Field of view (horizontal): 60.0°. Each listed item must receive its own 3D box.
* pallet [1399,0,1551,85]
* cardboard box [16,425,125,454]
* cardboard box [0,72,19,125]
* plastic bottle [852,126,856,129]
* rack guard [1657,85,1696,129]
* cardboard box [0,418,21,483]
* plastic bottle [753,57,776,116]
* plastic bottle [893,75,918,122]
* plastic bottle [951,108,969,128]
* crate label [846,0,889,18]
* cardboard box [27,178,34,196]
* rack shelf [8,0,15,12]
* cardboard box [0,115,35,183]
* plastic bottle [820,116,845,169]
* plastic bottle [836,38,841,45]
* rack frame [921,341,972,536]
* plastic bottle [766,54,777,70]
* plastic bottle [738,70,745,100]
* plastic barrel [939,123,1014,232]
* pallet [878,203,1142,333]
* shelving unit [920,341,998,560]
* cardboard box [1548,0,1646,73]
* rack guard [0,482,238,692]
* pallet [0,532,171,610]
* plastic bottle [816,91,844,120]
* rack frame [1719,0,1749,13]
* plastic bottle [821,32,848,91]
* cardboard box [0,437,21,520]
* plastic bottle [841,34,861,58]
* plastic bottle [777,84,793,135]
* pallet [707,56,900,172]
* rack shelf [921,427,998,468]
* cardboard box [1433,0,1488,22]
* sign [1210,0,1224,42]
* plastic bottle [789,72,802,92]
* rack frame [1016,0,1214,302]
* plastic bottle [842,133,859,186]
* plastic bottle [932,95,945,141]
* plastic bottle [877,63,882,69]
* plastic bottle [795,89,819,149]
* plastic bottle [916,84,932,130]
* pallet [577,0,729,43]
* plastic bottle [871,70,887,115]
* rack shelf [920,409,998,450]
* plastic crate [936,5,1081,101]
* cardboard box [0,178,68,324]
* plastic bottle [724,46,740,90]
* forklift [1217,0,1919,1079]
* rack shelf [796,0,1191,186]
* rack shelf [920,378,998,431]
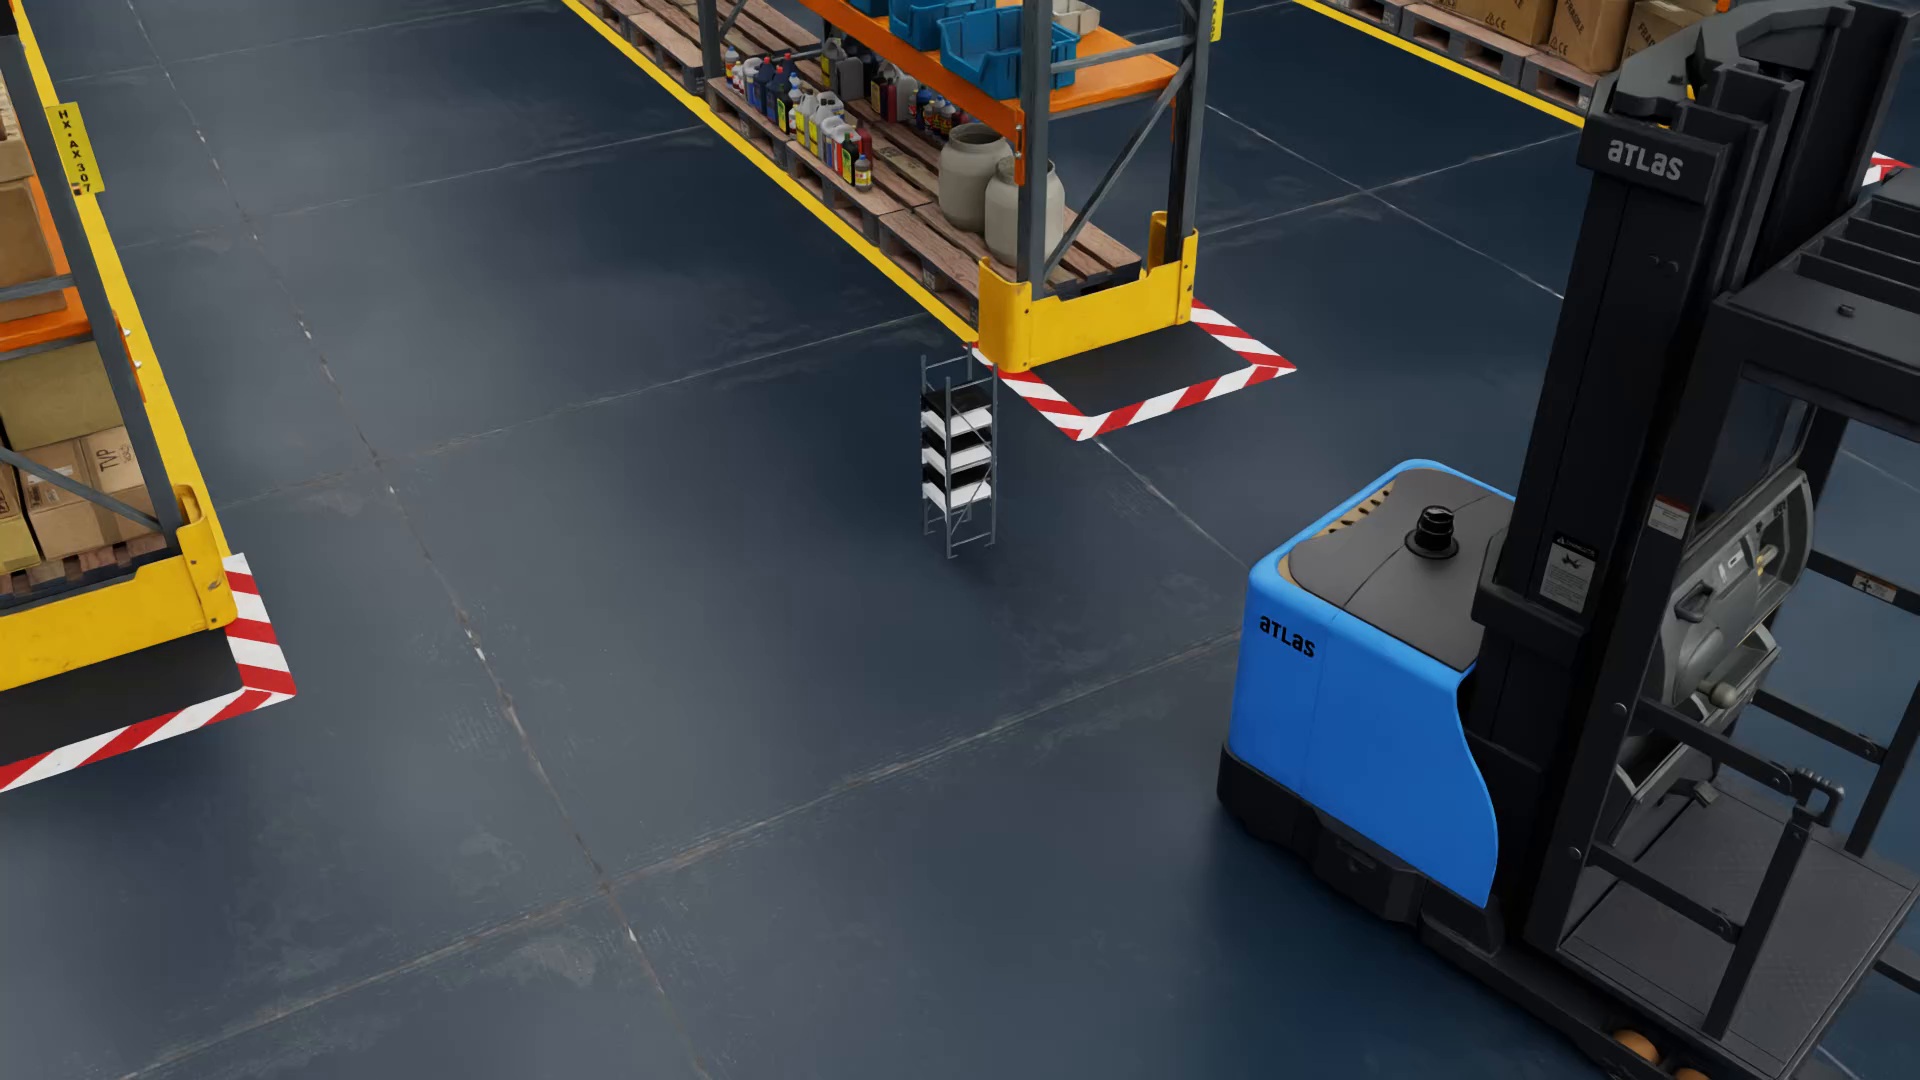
[{"bbox_3d":[3.999,-3.701,12.138,1.003,0.211,1.213,-19,40,-24],"label":"pallet"},{"bbox_3d":[-3.875,-0.461,7.313,0.500,0.250,0.500,-19,40,-24],"label":"cardboard box"},{"bbox_3d":[-3.814,-1.636,6.312,0.380,0.149,0.250,-19,40,-24],"label":"cardboard box"},{"bbox_3d":[-0.635,-2.382,9.968,0.097,0.201,0.097,0,36,0],"label":"plastic bottle"},{"bbox_3d":[4.985,-2.771,10.620,1.175,0.500,0.348,-19,40,-24],"label":"rack guard"},{"bbox_3d":[-4.330,-0.305,7.099,0.500,0.250,0.500,-19,40,-24],"label":"cardboard box"},{"bbox_3d":[-1.222,-2.887,10.533,0.144,0.351,0.185,-18,40,-23],"label":"plastic bottle"},{"bbox_3d":[-0.359,-2.802,10.479,0.152,0.276,0.135,-18,40,-23],"label":"plastic bottle"},{"bbox_3d":[0.002,-2.492,10.049,0.061,0.283,0.133,-18,40,-23],"label":"plastic bottle"},{"bbox_3d":[-0.417,-3.147,8.985,0.502,0.435,0.616,-19,40,-24],"label":"crate label"},{"bbox_3d":[-4.280,-1.612,6.829,0.700,0.500,0.500,-19,40,-24],"label":"cardboard box"},{"bbox_3d":[-4.548,-2.749,6.537,1.077,0.370,4.000,-19,40,-24],"label":"rack shelf"},{"bbox_3d":[-3.555,-1.374,5.954,0.380,0.149,0.250,-19,40,-24],"label":"cardboard box"},{"bbox_3d":[-0.733,-2.366,9.882,0.152,0.276,0.135,-20,41,-25],"label":"plastic bottle"},{"bbox_3d":[-0.817,-3.269,11.182,0.097,0.201,0.097,0,36,0],"label":"plastic bottle"},{"bbox_3d":[-0.055,-0.419,7.061,0.240,0.900,0.006,-19,40,-24],"label":"rack frame"},{"bbox_3d":[-1.210,-2.977,10.713,0.061,0.283,0.133,-19,40,-24],"label":"plastic bottle"},{"bbox_3d":[-1.385,-2.965,10.766,0.097,0.201,0.097,0,36,0],"label":"plastic bottle"},{"bbox_3d":[0.093,-2.007,9.209,0.421,0.512,0.421,0,36,0],"label":"plastic barrel"},{"bbox_3d":[0.259,-1.589,9.246,1.003,0.211,1.213,-19,40,-24],"label":"pallet"},{"bbox_3d":[-0.004,-0.368,6.990,0.258,0.900,0.210,-19,40,-24],"label":"shelving unit"},{"bbox_3d":[4.394,-3.520,11.289,0.500,0.500,0.500,-9,37,-12],"label":"cardboard box"},{"bbox_3d":[-3.532,0.214,6.534,1.175,0.500,0.348,-19,40,-24],"label":"rack guard"},{"bbox_3d":[-3.964,-0.060,7.153,1.003,0.211,1.213,-19,40,-24],"label":"pallet"},{"bbox_3d":[-0.798,-2.601,10.204,0.152,0.276,0.135,-19,40,-24],"label":"plastic bottle"},{"bbox_3d":[5.024,-3.742,9.830,1.000,3.000,0.127,-19,40,-24],"label":"rack frame"},{"bbox_3d":[-0.820,-3.136,10.873,0.144,0.351,0.185,-19,40,-24],"label":"plastic bottle"},{"bbox_3d":[-4.070,-0.355,6.533,0.500,0.500,0.500,-19,40,-24],"label":"cardboard box"},{"bbox_3d":[-0.696,-3.179,10.932,0.144,0.351,0.185,-20,41,-25],"label":"plastic bottle"},{"bbox_3d":[-1.080,-2.667,10.289,0.061,0.283,0.133,-17,39,-22],"label":"plastic bottle"},{"bbox_3d":[-0.967,-2.833,10.950,1.003,0.211,1.213,-19,40,-24],"label":"pallet"},{"bbox_3d":[-0.004,-0.413,6.957,0.258,0.077,0.200,-19,40,-24],"label":"rack shelf"},{"bbox_3d":[3.855,-4.143,12.142,0.500,0.500,0.500,-23,42,-28],"label":"cardboard box"},{"bbox_3d":[1.219,-2.547,7.959,0.100,0.325,0.005,-19,40,-24],"label":"sign"},{"bbox_3d":[-1.045,-2.817,10.504,0.097,0.271,0.097,0,36,0],"label":"plastic bottle"},{"bbox_3d":[0.741,-2.274,7.820,1.000,3.000,0.127,-19,40,-24],"label":"rack frame"},{"bbox_3d":[-0.635,-2.216,9.670,0.061,0.283,0.133,-18,40,-23],"label":"plastic bottle"},{"bbox_3d":[-0.123,-2.593,10.197,0.097,0.271,0.097,0,36,0],"label":"plastic bottle"},{"bbox_3d":[-0.481,-2.983,10.721,0.061,0.283,0.133,-16,39,-21],"label":"plastic bottle"},{"bbox_3d":[-0.913,-2.574,10.104,0.144,0.351,0.185,-19,40,-24],"label":"plastic bottle"},{"bbox_3d":[-0.225,-2.696,10.338,0.097,0.271,0.097,0,36,0],"label":"plastic bottle"},{"bbox_3d":[-2.314,-4.200,12.821,1.003,0.211,1.213,-19,40,-24],"label":"pallet"},{"bbox_3d":[-0.513,-2.845,10.533,0.061,0.283,0.133,-19,40,-24],"label":"plastic bottle"},{"bbox_3d":[-0.004,-0.486,6.904,0.258,0.077,0.200,-19,40,-24],"label":"rack shelf"},{"bbox_3d":[0.231,-2.380,8.092,0.499,0.251,0.616,-19,40,-24],"label":"plastic crate"},{"bbox_3d":[-3.767,-1.090,6.115,0.700,0.500,0.500,-19,40,-24],"label":"cardboard box"},{"bbox_3d":[-1.487,-3.097,10.888,0.097,0.271,0.097,0,36,0],"label":"plastic bottle"},{"bbox_3d":[2.304,0.191,4.503,1.130,2.935,3.031,-30,46,-35],"label":"forklift"},{"bbox_3d":[-0.264,-3.003,9.429,1.077,0.370,4.000,-19,40,-24],"label":"rack shelf"},{"bbox_3d":[-0.004,-0.559,6.851,0.258,0.077,0.200,-19,40,-24],"label":"rack shelf"}]
